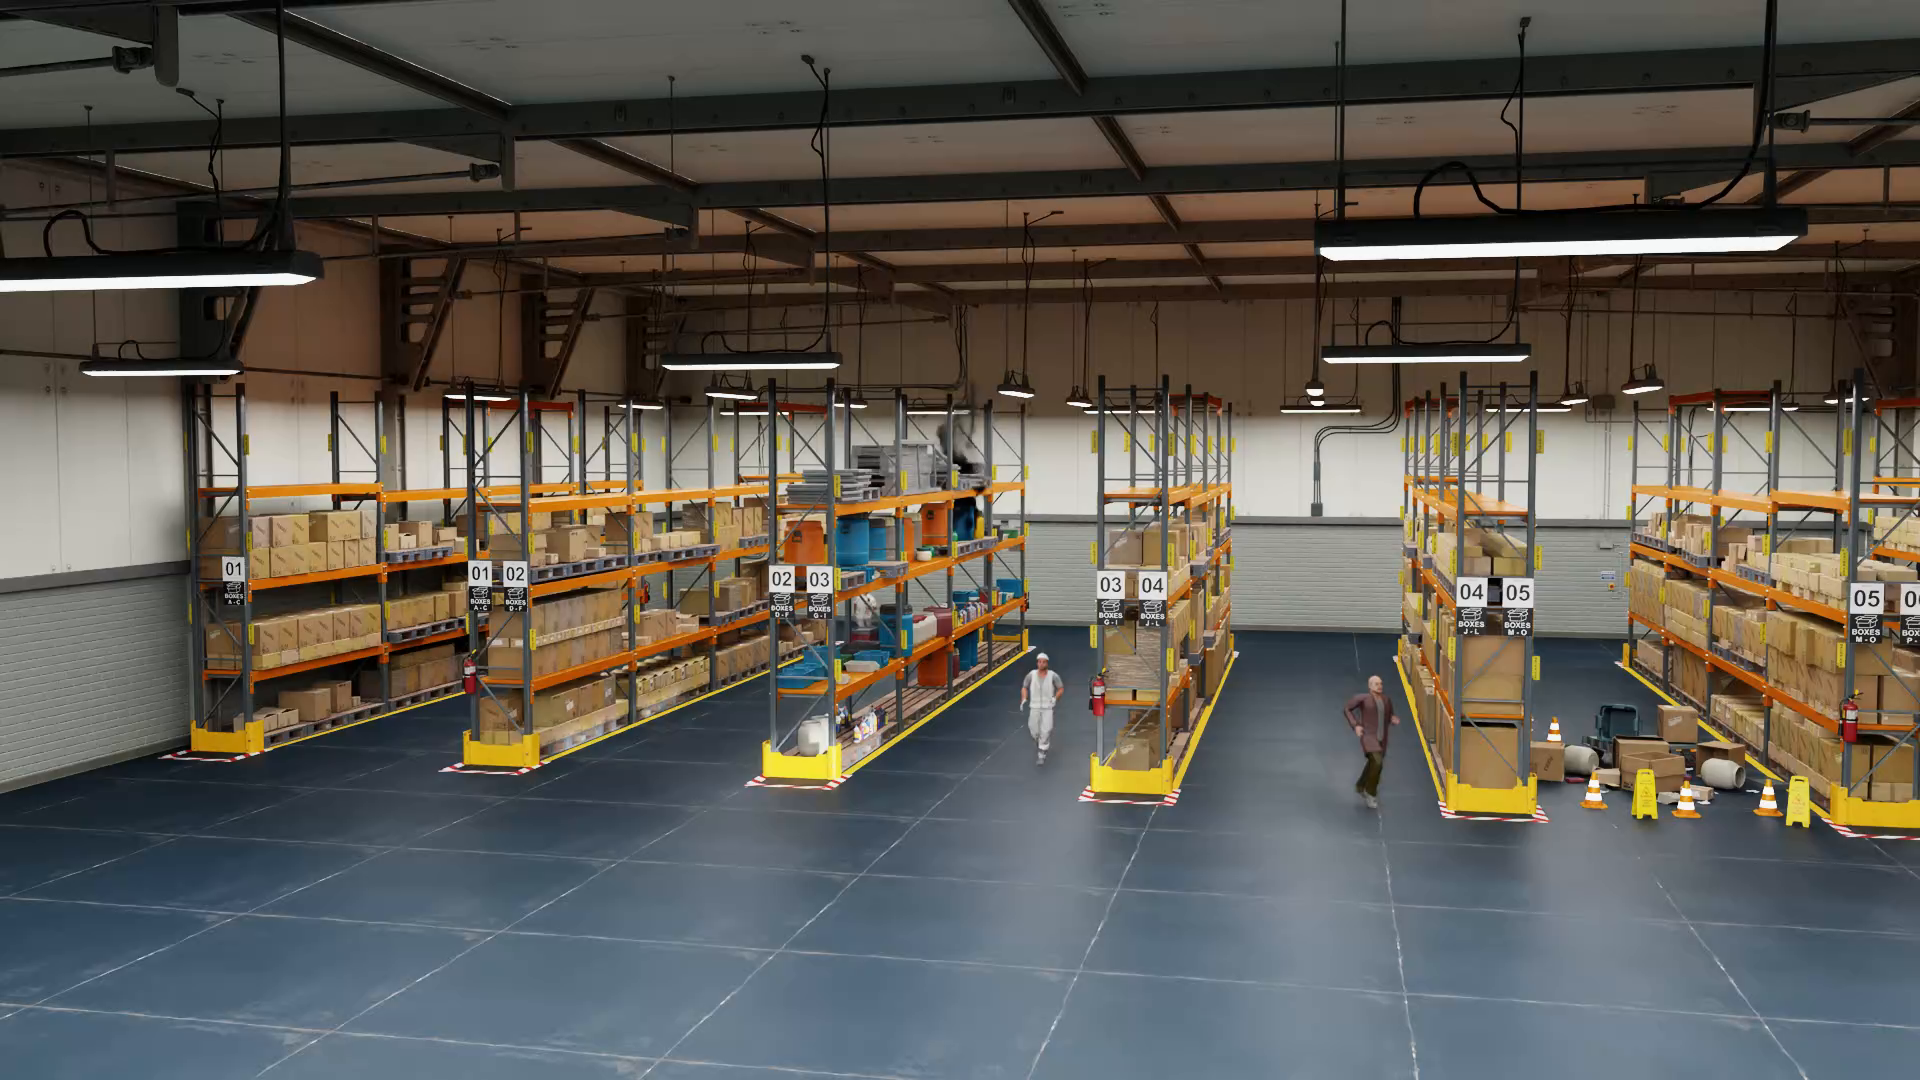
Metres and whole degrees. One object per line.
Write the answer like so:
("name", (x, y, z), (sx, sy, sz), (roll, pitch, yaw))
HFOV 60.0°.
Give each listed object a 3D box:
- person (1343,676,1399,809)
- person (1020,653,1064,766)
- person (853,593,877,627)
("person", (5.752, 2.805, 23.119), (0.681, 1.837, 0.829), (-2, 4, -26))
("person", (1.298, 2.649, 26.158), (0.671, 1.748, 0.596), (1, 3, 9))
("person", (-2.275, 1.884, 39.634), (0.594, 1.698, 0.848), (0, 3, 3))
